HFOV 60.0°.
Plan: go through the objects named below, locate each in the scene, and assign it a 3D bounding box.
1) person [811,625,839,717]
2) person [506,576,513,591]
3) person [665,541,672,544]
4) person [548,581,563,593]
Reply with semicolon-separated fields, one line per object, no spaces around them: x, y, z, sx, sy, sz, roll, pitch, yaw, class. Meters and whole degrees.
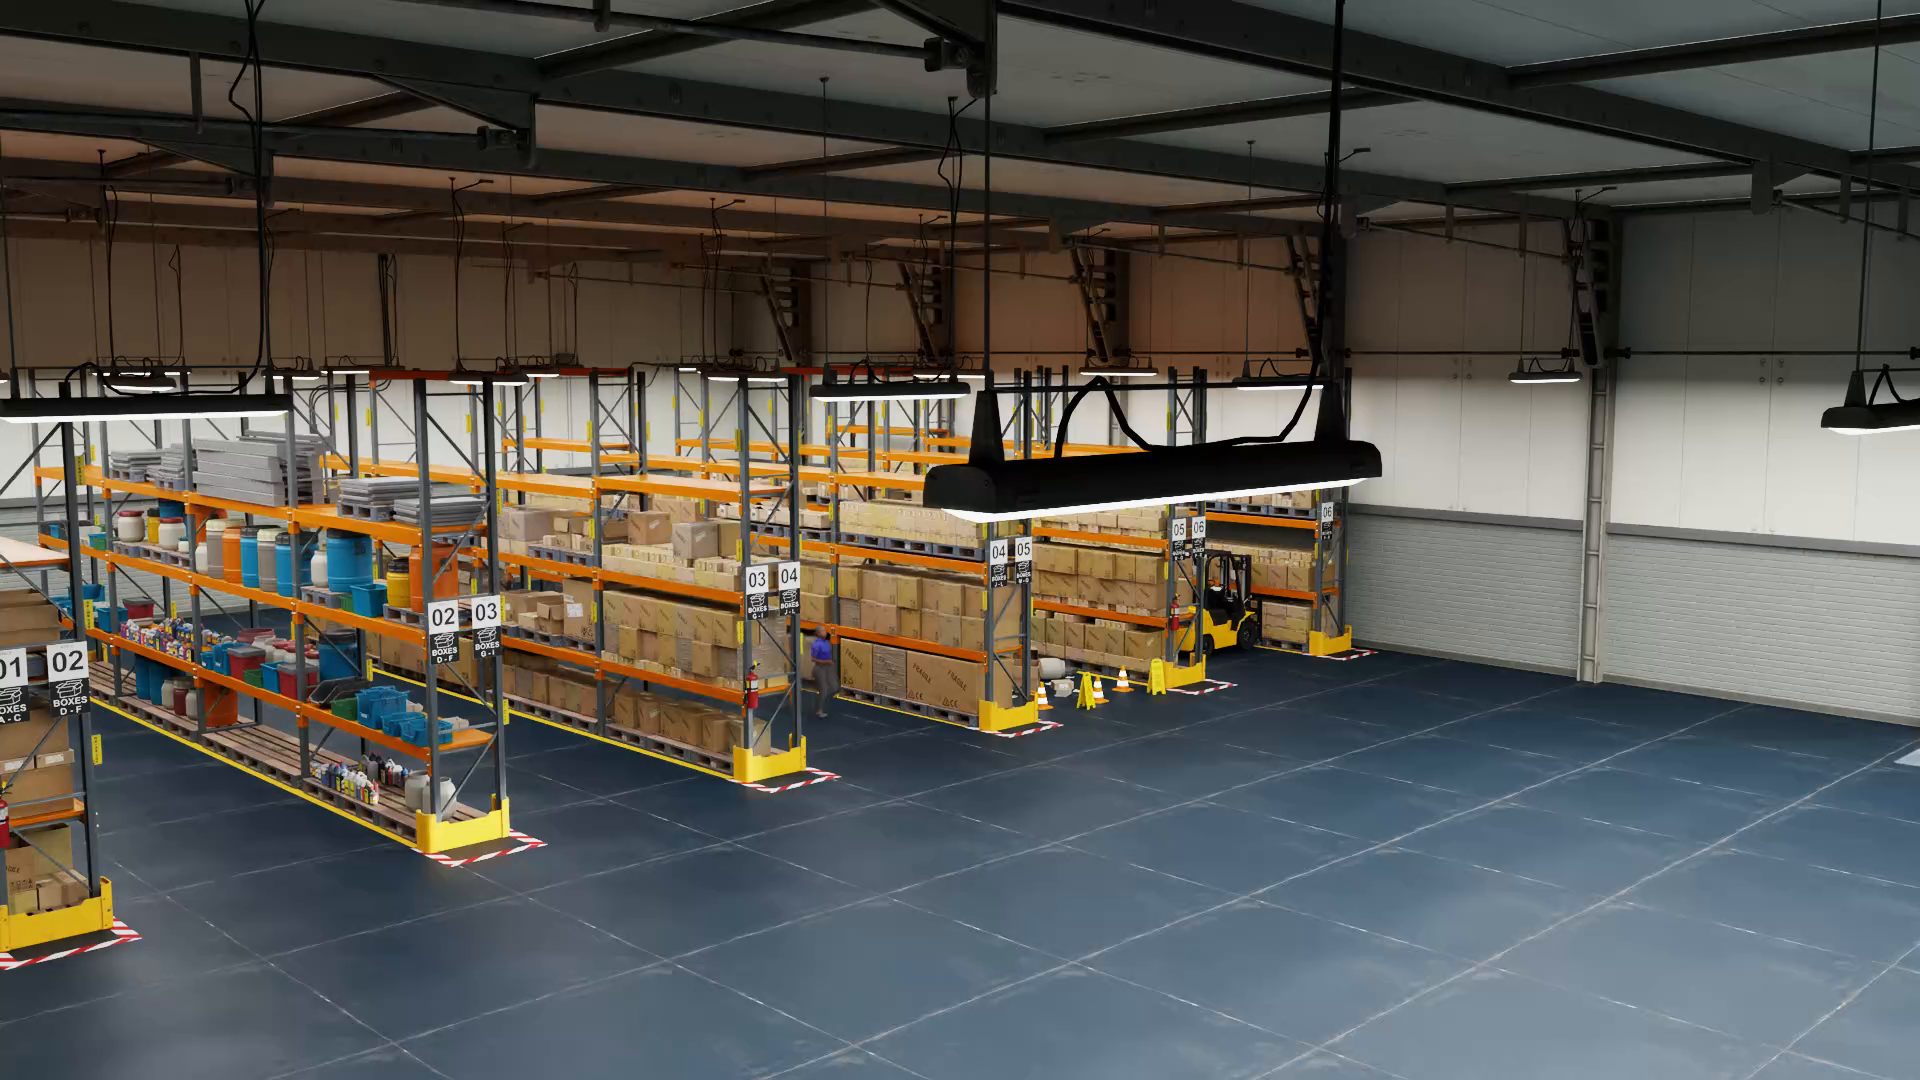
-2.328;2.324;28.820;0.542;1.512;0.541;3;7;27;person
-10.267;1.385;37.073;0.679;1.576;0.852;-5;8;-35;person
-7.845;0.533;43.476;0.627;1.822;0.896;5;8;39;person
-9.887;0.867;40.840;0.671;1.791;0.662;1;6;5;person
